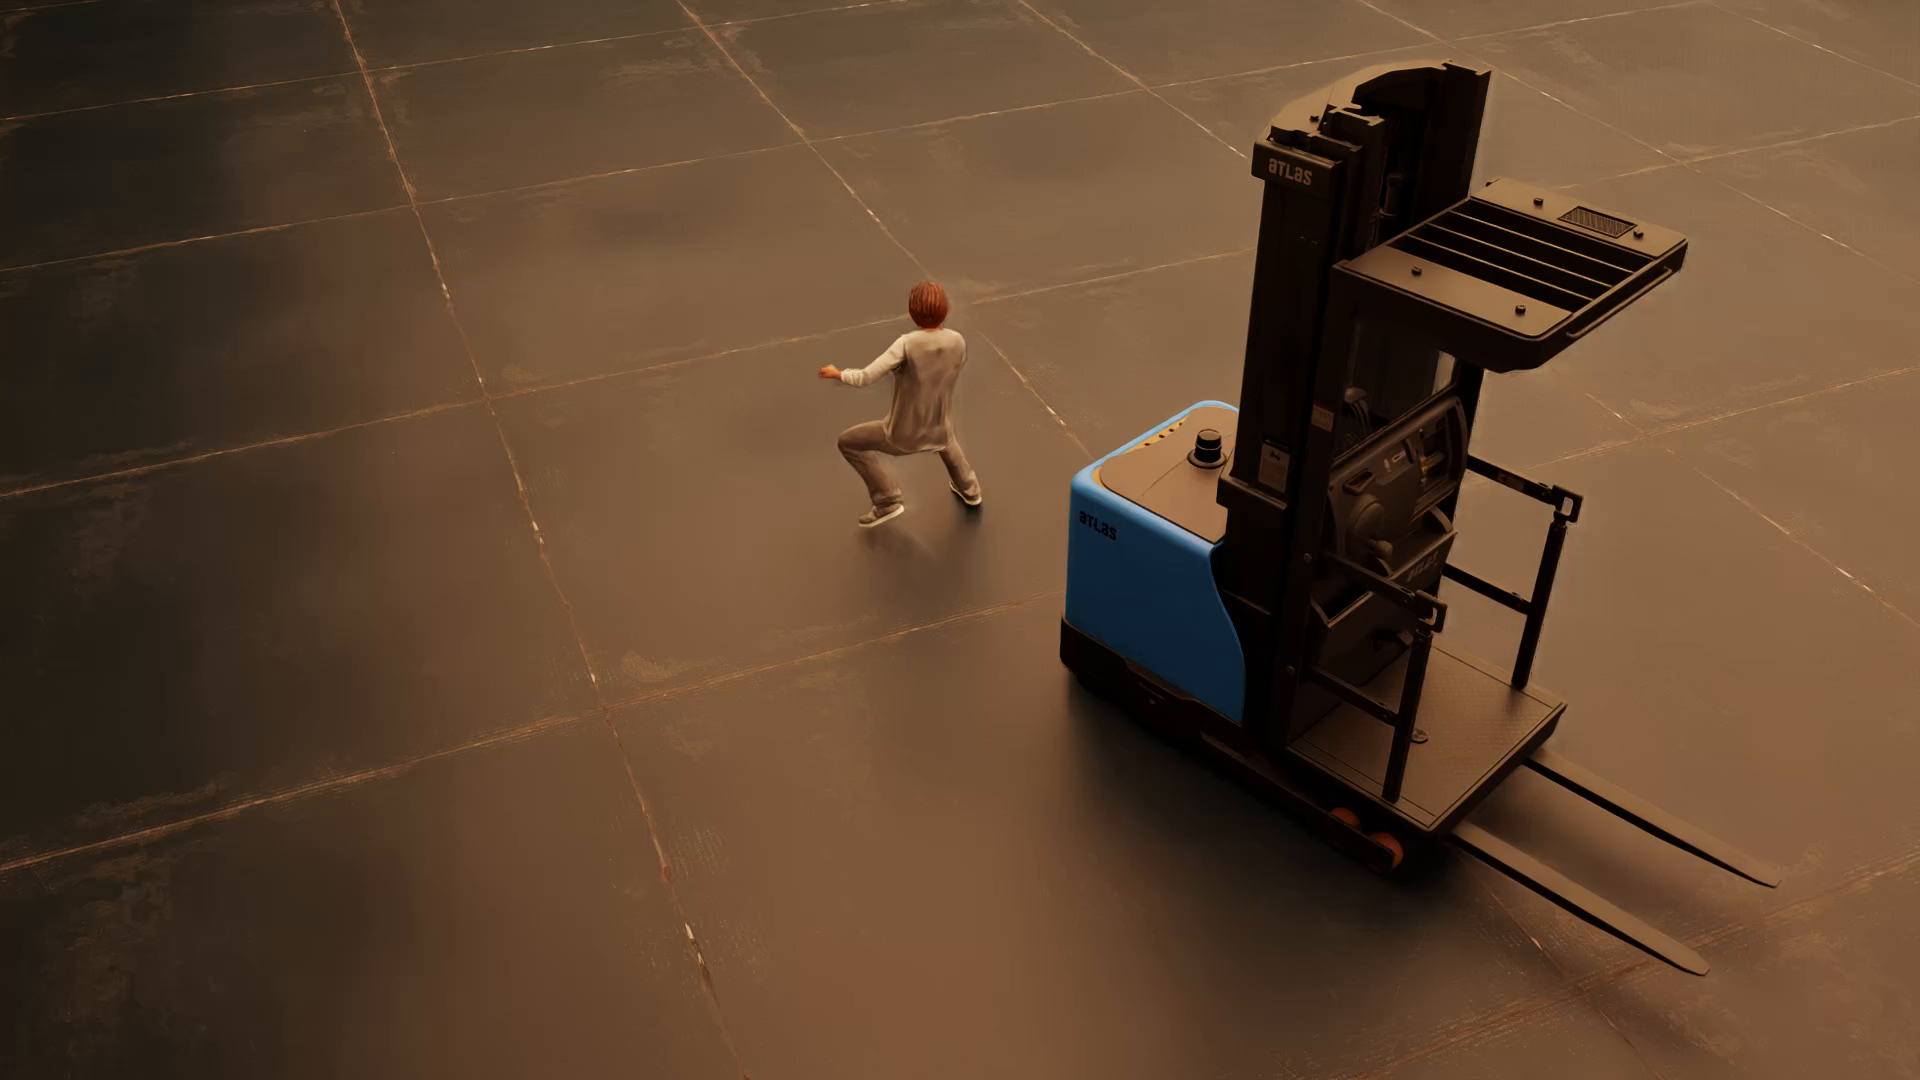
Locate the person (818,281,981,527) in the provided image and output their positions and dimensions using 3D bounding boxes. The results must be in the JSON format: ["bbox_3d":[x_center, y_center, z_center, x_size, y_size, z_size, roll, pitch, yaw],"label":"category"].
[{"bbox_3d":[-0.269,-0.691,8.394,0.828,1.393,0.680,-17,39,-22],"label":"person"}]

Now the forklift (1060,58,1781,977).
[{"bbox_3d":[1.860,-0.189,6.365,1.130,2.935,3.031,-30,45,-35],"label":"forklift"}]
